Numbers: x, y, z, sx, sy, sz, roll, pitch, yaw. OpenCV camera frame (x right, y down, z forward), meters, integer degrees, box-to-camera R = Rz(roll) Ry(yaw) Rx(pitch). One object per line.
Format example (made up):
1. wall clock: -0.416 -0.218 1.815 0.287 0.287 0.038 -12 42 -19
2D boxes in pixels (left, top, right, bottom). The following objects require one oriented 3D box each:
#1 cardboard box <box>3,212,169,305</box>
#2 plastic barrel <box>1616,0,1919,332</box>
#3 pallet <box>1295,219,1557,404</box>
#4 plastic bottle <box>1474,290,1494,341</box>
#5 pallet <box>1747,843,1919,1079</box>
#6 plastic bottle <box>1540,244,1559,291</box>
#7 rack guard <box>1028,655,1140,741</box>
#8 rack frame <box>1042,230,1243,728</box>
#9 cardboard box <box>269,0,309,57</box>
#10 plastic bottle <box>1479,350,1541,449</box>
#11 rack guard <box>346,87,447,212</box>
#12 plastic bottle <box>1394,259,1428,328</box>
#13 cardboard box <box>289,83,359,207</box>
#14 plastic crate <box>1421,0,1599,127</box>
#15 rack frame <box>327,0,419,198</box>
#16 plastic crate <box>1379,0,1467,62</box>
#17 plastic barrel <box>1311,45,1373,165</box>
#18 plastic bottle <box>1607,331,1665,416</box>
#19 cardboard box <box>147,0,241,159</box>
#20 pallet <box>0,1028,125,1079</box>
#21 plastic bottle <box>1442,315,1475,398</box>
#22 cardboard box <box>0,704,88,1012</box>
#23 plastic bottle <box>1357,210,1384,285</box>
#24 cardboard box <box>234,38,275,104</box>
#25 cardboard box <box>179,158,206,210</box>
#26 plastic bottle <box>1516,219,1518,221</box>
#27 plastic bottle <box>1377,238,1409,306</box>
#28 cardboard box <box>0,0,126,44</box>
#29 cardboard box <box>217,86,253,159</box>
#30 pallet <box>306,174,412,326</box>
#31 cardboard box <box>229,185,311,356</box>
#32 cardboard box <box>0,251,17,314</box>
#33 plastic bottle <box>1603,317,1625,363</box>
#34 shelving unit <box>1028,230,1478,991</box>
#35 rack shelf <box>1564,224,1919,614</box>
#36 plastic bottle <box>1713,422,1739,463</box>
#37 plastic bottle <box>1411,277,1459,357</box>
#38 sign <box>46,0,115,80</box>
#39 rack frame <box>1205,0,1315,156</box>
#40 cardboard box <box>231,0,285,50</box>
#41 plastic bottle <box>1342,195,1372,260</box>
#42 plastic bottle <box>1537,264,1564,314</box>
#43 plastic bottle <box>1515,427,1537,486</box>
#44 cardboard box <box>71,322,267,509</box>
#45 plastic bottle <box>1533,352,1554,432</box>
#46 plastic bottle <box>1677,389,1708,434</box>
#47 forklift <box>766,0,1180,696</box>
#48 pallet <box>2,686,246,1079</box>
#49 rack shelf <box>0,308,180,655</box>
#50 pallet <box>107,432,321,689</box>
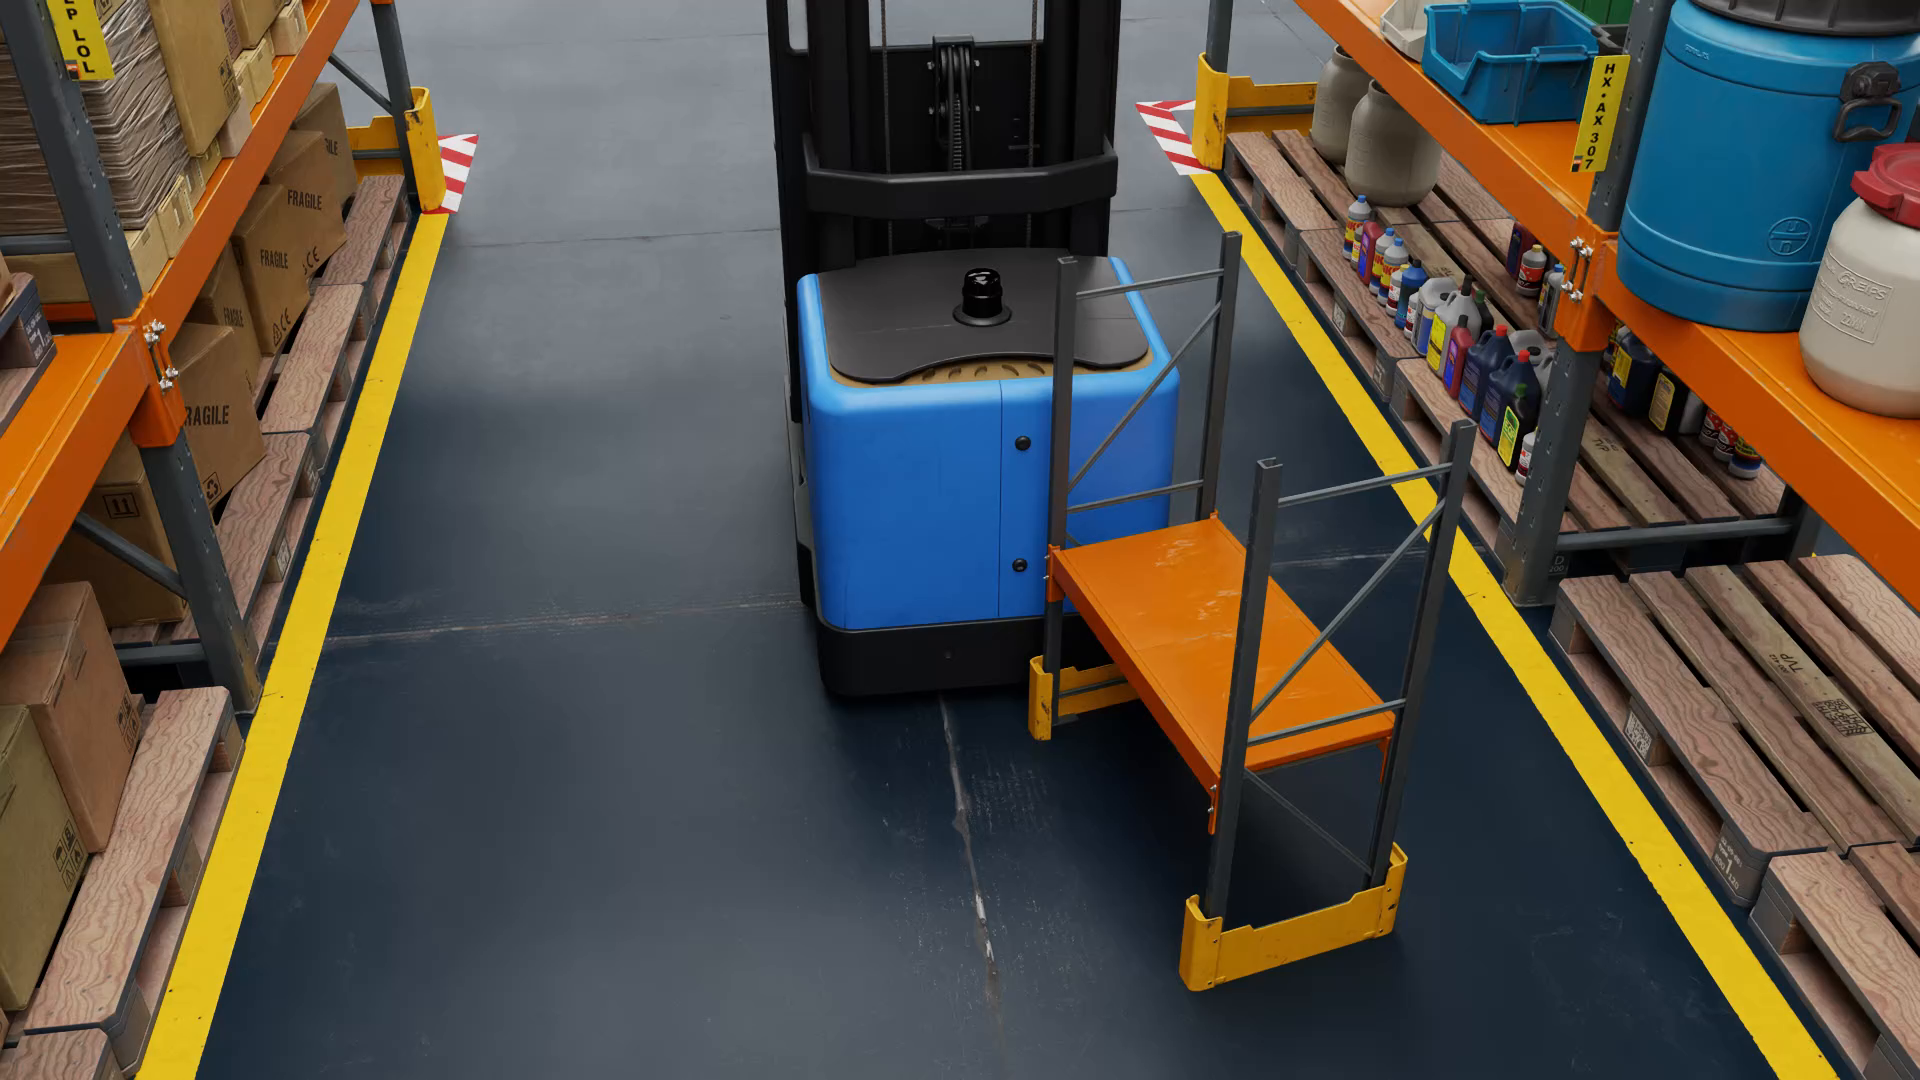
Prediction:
1. cardboard box: -2.343 -0.747 4.406 0.380 0.149 0.250 -4 35 -6
2. plastic barrel: 2.048 -1.052 4.185 0.600 0.901 0.708 -4 35 -6
3. pallet: 2.080 -0.991 7.017 1.003 0.211 1.213 -4 35 -6
4. plastic bottle: 1.953 -0.790 6.266 0.061 0.283 0.133 -4 35 -6
5. pallet: 2.608 1.187 3.821 1.003 0.211 1.213 -4 35 -6
6. plastic bottle: 2.465 -1.160 6.816 0.152 0.276 0.135 -5 35 -8
7. rack guard: 0.486 0.411 4.924 0.587 0.250 0.087 -12 36 -17
8. rack frame: 0.479 -0.115 4.587 0.500 1.500 0.032 -12 36 -17
9. cardboard box: -2.601 -1.864 6.045 0.380 0.149 0.250 -4 35 -6
10. plastic bottle: 1.924 -0.508 5.793 0.144 0.351 0.185 -5 35 -8
11. rack guard: -3.140 -1.865 8.043 1.175 0.500 0.348 -4 35 -6
12. plastic bottle: 1.780 -0.974 6.548 0.097 0.271 0.097 0 34 0
13. cardboard box: -3.082 -1.731 7.473 0.500 0.500 0.500 2 34 2
14. plastic crate: 1.878 -1.619 5.594 0.499 0.251 0.616 -4 35 -6
15. rack frame: -3.150 -2.940 7.401 1.000 3.000 0.127 -4 35 -6
16. plastic crate: 1.827 -1.861 6.052 0.530 0.136 0.437 -4 35 -6
17. plastic barrel: 1.922 -2.099 8.003 0.421 0.512 0.421 0 34 0
18. plastic bottle: 2.456 -0.641 5.989 0.144 0.351 0.185 -4 35 -6
19. cardboard box: -2.643 -1.410 4.802 0.875 0.500 0.500 -4 35 -6
20. pallet: -2.338 1.561 3.272 1.003 0.211 1.213 -4 35 -6
21. plastic bottle: 1.835 -0.675 6.098 0.061 0.283 0.133 -2 34 -3
22. cardboard box: -2.505 0.755 3.808 0.700 0.500 0.500 -5 35 -7
23. plastic bottle: 1.706 -1.212 6.886 0.061 0.283 0.133 -4 34 -6
24. cardboard box: -2.558 -1.583 5.633 0.380 0.149 0.250 -4 35 -6
25. cardboard box: -2.424 -1.025 4.814 0.380 0.149 0.250 -4 35 -6
26. plastic bottle: 2.440 -1.349 7.160 0.097 0.201 0.097 0 34 0
27. plastic bottle: 1.753 -1.087 6.714 0.097 0.271 0.097 0 34 0
28. cardboard box: -2.420 -1.556 4.129 0.500 0.500 0.500 -4 35 -6
29. cardboard box: -2.460 -1.306 5.227 0.380 0.149 0.250 -4 35 -6
30. pallet: -3.065 -1.290 7.455 1.003 0.211 1.213 -4 35 -6
31. cardboard box: -2.903 -1.049 6.473 0.500 0.500 0.500 -1 34 -2
32. cardboard box: -2.644 -0.676 3.172 1.000 1.000 1.000 -4 34 -6
33. plastic bottle: 2.517 -0.804 6.298 0.097 0.271 0.097 0 34 0
34. shelving unit: 0.659 0.158 4.186 0.587 1.500 1.083 -12 36 -17
35. rack shelf: 2.565 0.330 3.241 1.077 0.370 4.000 -4 35 -6
36. plastic bottle: 2.674 -0.376 5.733 0.097 0.201 0.097 0 34 0
37. plastic bottle: 1.837 -0.855 6.370 0.152 0.276 0.135 -4 34 -6
38. sign: -2.062 -1.231 3.864 0.100 0.325 0.005 -4 35 -6
39. rack frame: 1.758 -3.315 7.951 1.000 3.000 0.127 -4 35 -6
40. cardboard box: -2.837 -1.963 5.615 0.875 0.500 0.500 -4 35 -6
41. plastic bottle: 1.693 -1.334 7.077 0.097 0.271 0.097 0 34 0
42. plastic bottle: 2.377 -1.003 6.653 0.097 0.201 0.097 0 34 0
43. plastic bottle: 1.939 -0.288 5.603 0.097 0.201 0.097 0 34 0
44. cardboard box: -2.711 -0.394 5.511 0.500 0.500 0.500 6 35 9
45. plastic bottle: 2.067 -0.519 5.809 0.144 0.351 0.185 -4 35 -6
46. plastic bottle: 2.617 -0.529 5.890 0.152 0.276 0.135 -3 34 -5
47. forklift: -0.081 -1.563 5.441 1.130 2.935 3.031 -4 34 -6
48. pallet: -2.506 0.878 4.273 1.003 0.211 1.213 -4 35 -6
49. rack shelf: -2.343 0.705 2.690 1.077 0.370 4.000 -4 35 -6
50. pallet: -2.737 0.072 5.457 1.003 0.211 1.213 -4 35 -6
